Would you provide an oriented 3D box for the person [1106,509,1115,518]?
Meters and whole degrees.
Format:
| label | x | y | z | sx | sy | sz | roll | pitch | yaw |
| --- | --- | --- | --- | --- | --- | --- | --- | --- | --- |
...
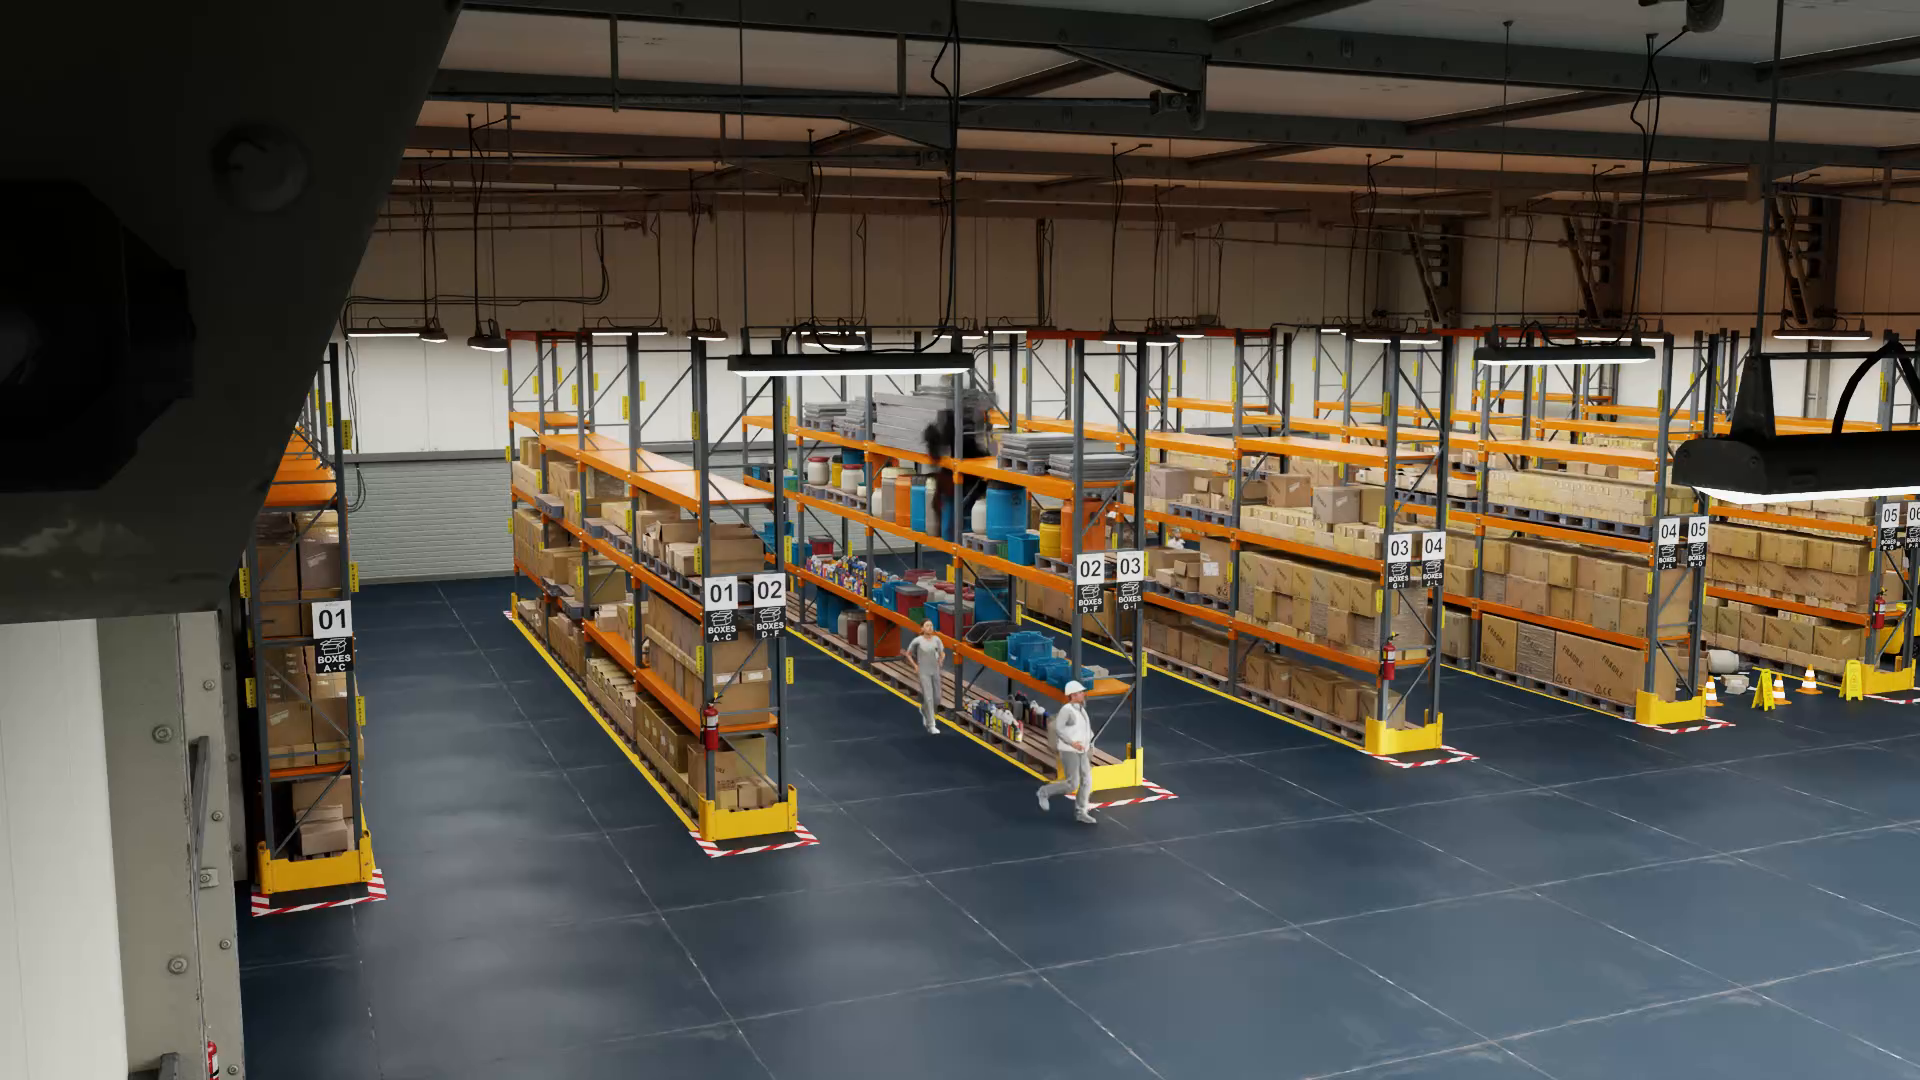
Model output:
| label | x | y | z | sx | sy | sz | roll | pitch | yaw |
| --- | --- | --- | --- | --- | --- | --- | --- | --- | --- |
| person | 3.557 | -0.109 | 41.030 | 0.753 | 1.772 | 0.777 | 7 | 11 | 43 |

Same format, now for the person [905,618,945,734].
| label | x | y | z | sx | sy | sz | roll | pitch | yaw |
| --- | --- | --- | --- | --- | --- | --- | --- | --- | --- |
| person | -0.472 | 1.949 | 24.135 | 0.575 | 1.646 | 0.736 | -3 | 8 | -24 |

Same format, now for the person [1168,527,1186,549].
| label | x | y | z | sx | sy | sz | roll | pitch | yaw |
| --- | --- | --- | --- | --- | --- | --- | --- | --- | --- |
| person | 4.751 | 0.529 | 36.721 | 0.622 | 1.687 | 0.695 | -3 | 8 | -23 |

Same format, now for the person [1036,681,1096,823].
| label | x | y | z | sx | sy | sz | roll | pitch | yaw |
| --- | --- | --- | --- | --- | --- | --- | --- | --- | --- |
| person | 1.450 | 2.639 | 20.959 | 0.808 | 1.721 | 0.712 | 4 | 9 | 30 |

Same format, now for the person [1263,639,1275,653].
| label | x | y | z | sx | sy | sz | roll | pitch | yaw |
| --- | --- | --- | --- | --- | --- | --- | --- | --- | --- |
| person | 5.815 | 1.310 | 30.501 | 0.641 | 1.838 | 0.794 | -4 | 9 | -26 |
